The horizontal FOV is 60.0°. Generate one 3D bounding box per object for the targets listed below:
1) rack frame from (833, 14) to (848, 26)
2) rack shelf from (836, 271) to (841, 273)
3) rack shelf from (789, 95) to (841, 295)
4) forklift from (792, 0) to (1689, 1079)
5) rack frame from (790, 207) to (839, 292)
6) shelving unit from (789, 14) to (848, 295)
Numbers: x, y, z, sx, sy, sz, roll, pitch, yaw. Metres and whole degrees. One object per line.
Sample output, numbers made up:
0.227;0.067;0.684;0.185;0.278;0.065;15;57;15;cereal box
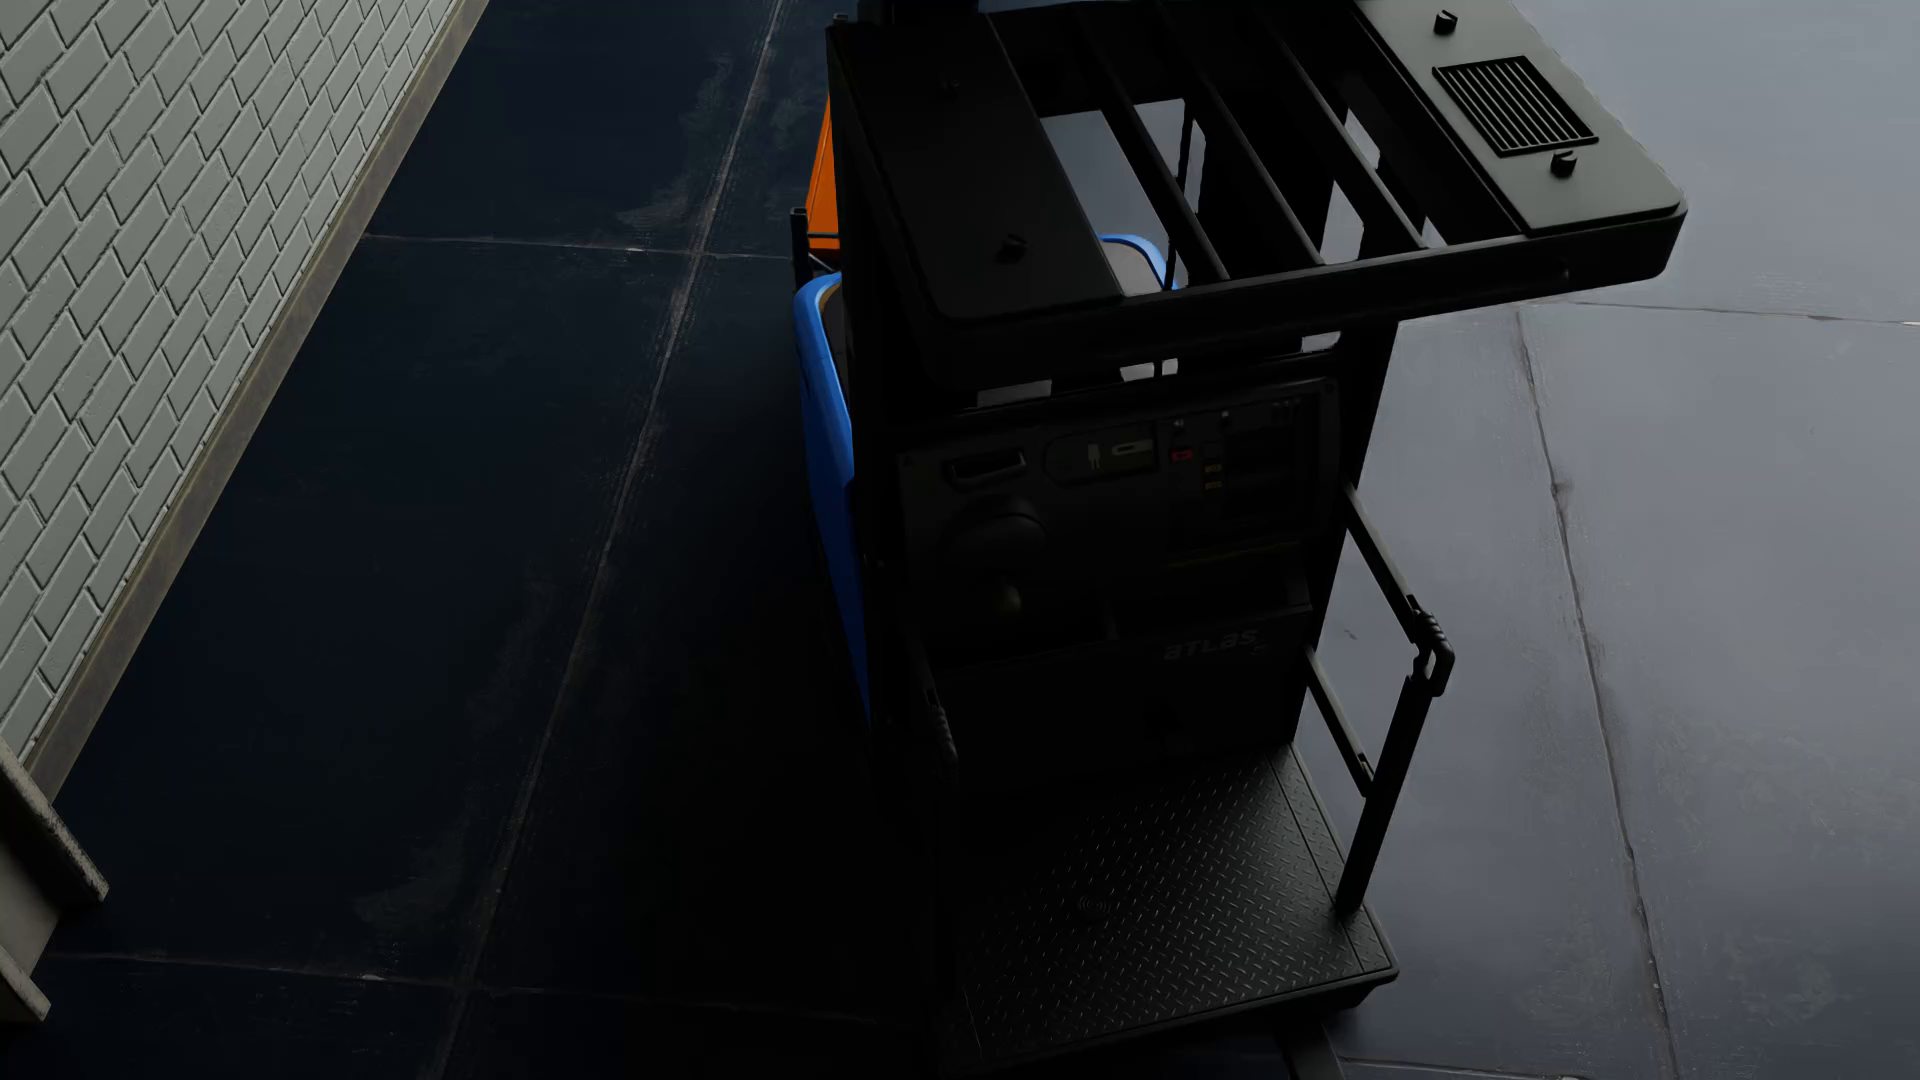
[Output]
-0.148;-1.257;5.638;0.500;1.125;0.032;3;48;3;rack frame
-0.181;-0.718;5.476;0.538;0.278;1.000;3;48;3;rack shelf
-0.181;-1.081;5.079;0.538;0.278;1.000;3;48;3;rack shelf
0.386;0.008;3.256;1.130;2.935;3.031;-10;48;-9;forklift
-0.214;-0.509;4.953;0.500;1.125;0.032;3;48;3;rack frame
-0.181;-0.883;5.295;0.538;1.125;1.048;3;48;3;shelving unit
